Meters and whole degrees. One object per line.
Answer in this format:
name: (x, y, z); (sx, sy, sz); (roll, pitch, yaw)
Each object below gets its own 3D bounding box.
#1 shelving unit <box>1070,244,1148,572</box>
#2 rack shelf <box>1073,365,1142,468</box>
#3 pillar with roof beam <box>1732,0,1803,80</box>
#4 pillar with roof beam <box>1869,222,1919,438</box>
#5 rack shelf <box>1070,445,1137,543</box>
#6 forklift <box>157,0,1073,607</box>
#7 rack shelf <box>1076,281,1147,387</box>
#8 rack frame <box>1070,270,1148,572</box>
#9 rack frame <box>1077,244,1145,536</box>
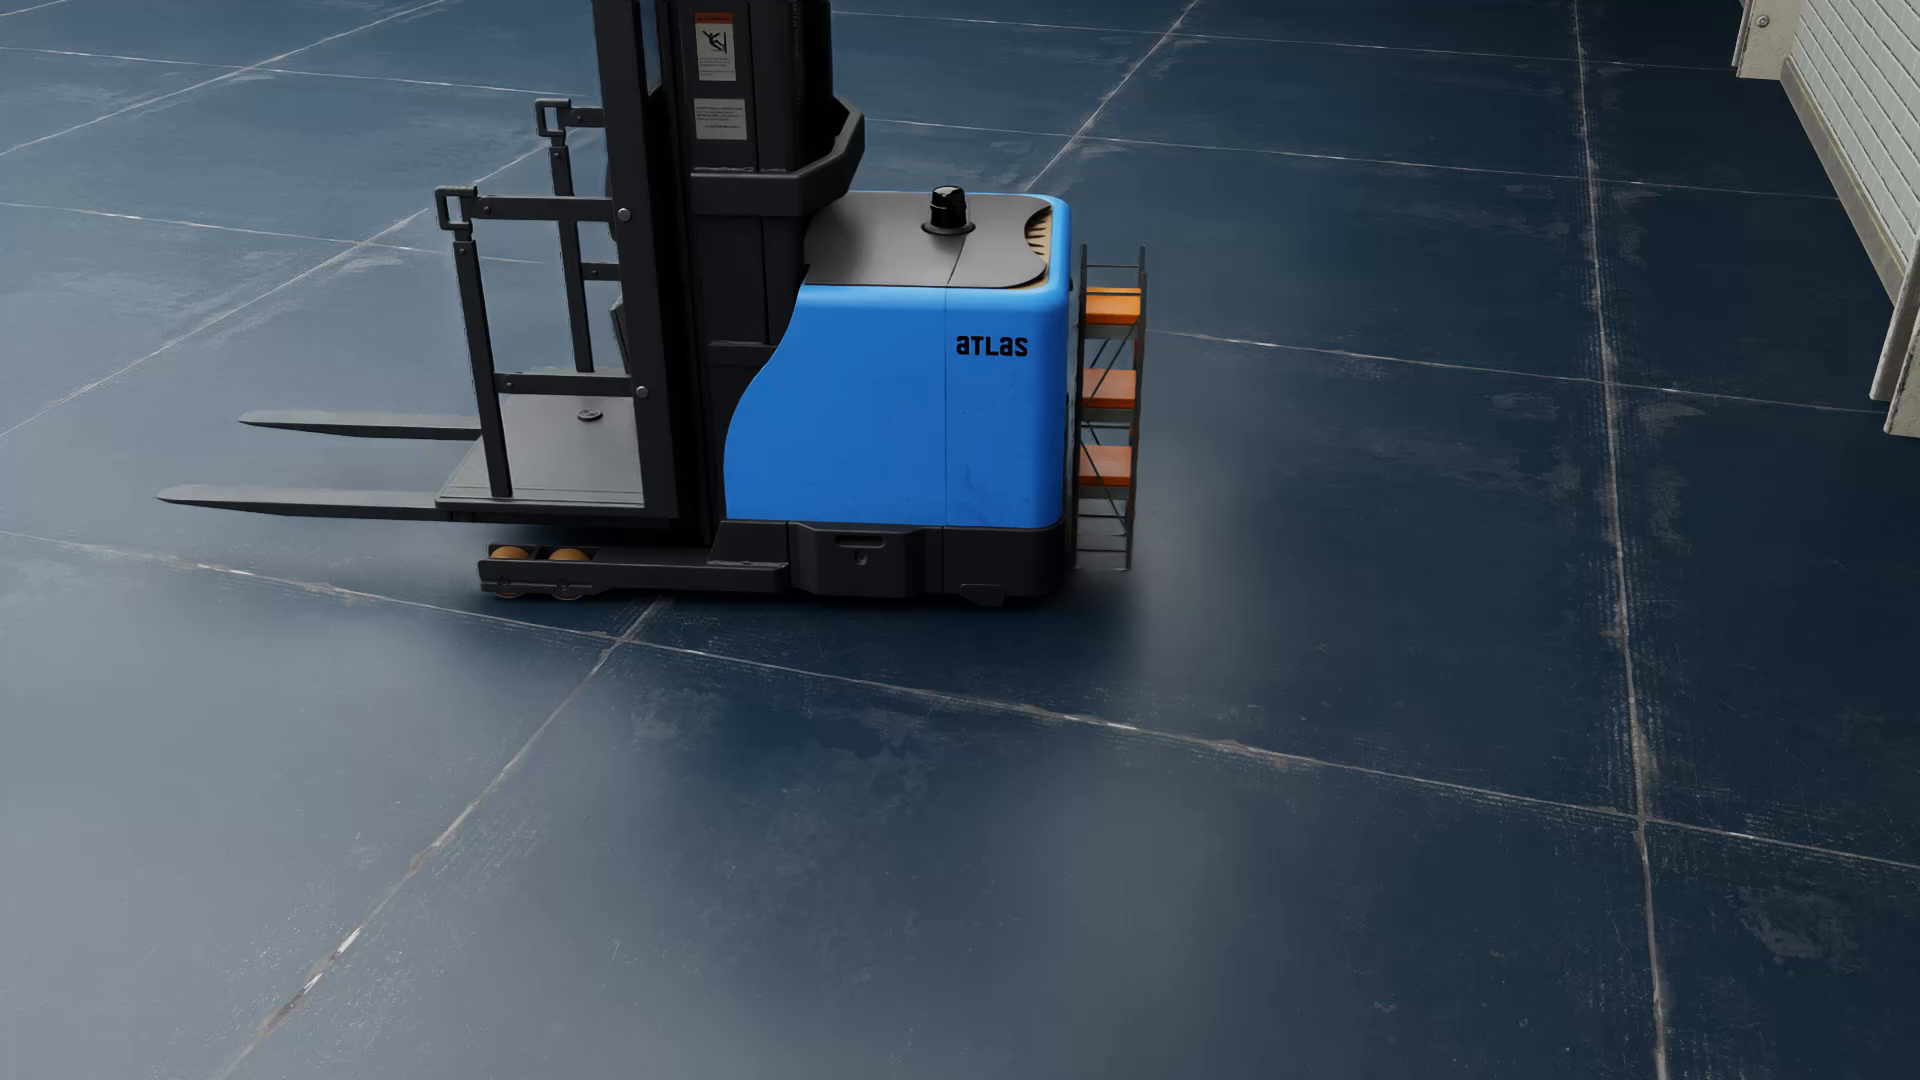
shelving unit: (0.478, -0.417, 5.419); (0.215, 1.050, 0.252); (2, 29, 3)
rack shelf: (0.478, -0.408, 5.425); (0.215, 0.259, 0.240); (2, 29, 3)
pillar with roof beam: (1.469, -7.821, 10.552); (9.100, 9.000, 0.400); (8, 30, 15)
pillar with roof beam: (-0.292, -5.033, 5.540); (9.100, 9.000, 0.400); (8, 30, 15)
rack shelf: (0.478, -0.165, 5.560); (0.215, 0.259, 0.240); (2, 29, 3)
forklift: (-1.150, -1.338, 5.141); (3.031, 2.935, 1.130); (2, 29, 3)
rack shelf: (0.479, -0.656, 5.287); (0.215, 0.259, 0.240); (2, 29, 3)
rack frame: (0.470, -0.358, 5.313); (0.200, 1.050, 0.008); (2, 29, 3)
rack frame: (0.487, -0.476, 5.526); (0.200, 1.050, 0.008); (2, 29, 3)
